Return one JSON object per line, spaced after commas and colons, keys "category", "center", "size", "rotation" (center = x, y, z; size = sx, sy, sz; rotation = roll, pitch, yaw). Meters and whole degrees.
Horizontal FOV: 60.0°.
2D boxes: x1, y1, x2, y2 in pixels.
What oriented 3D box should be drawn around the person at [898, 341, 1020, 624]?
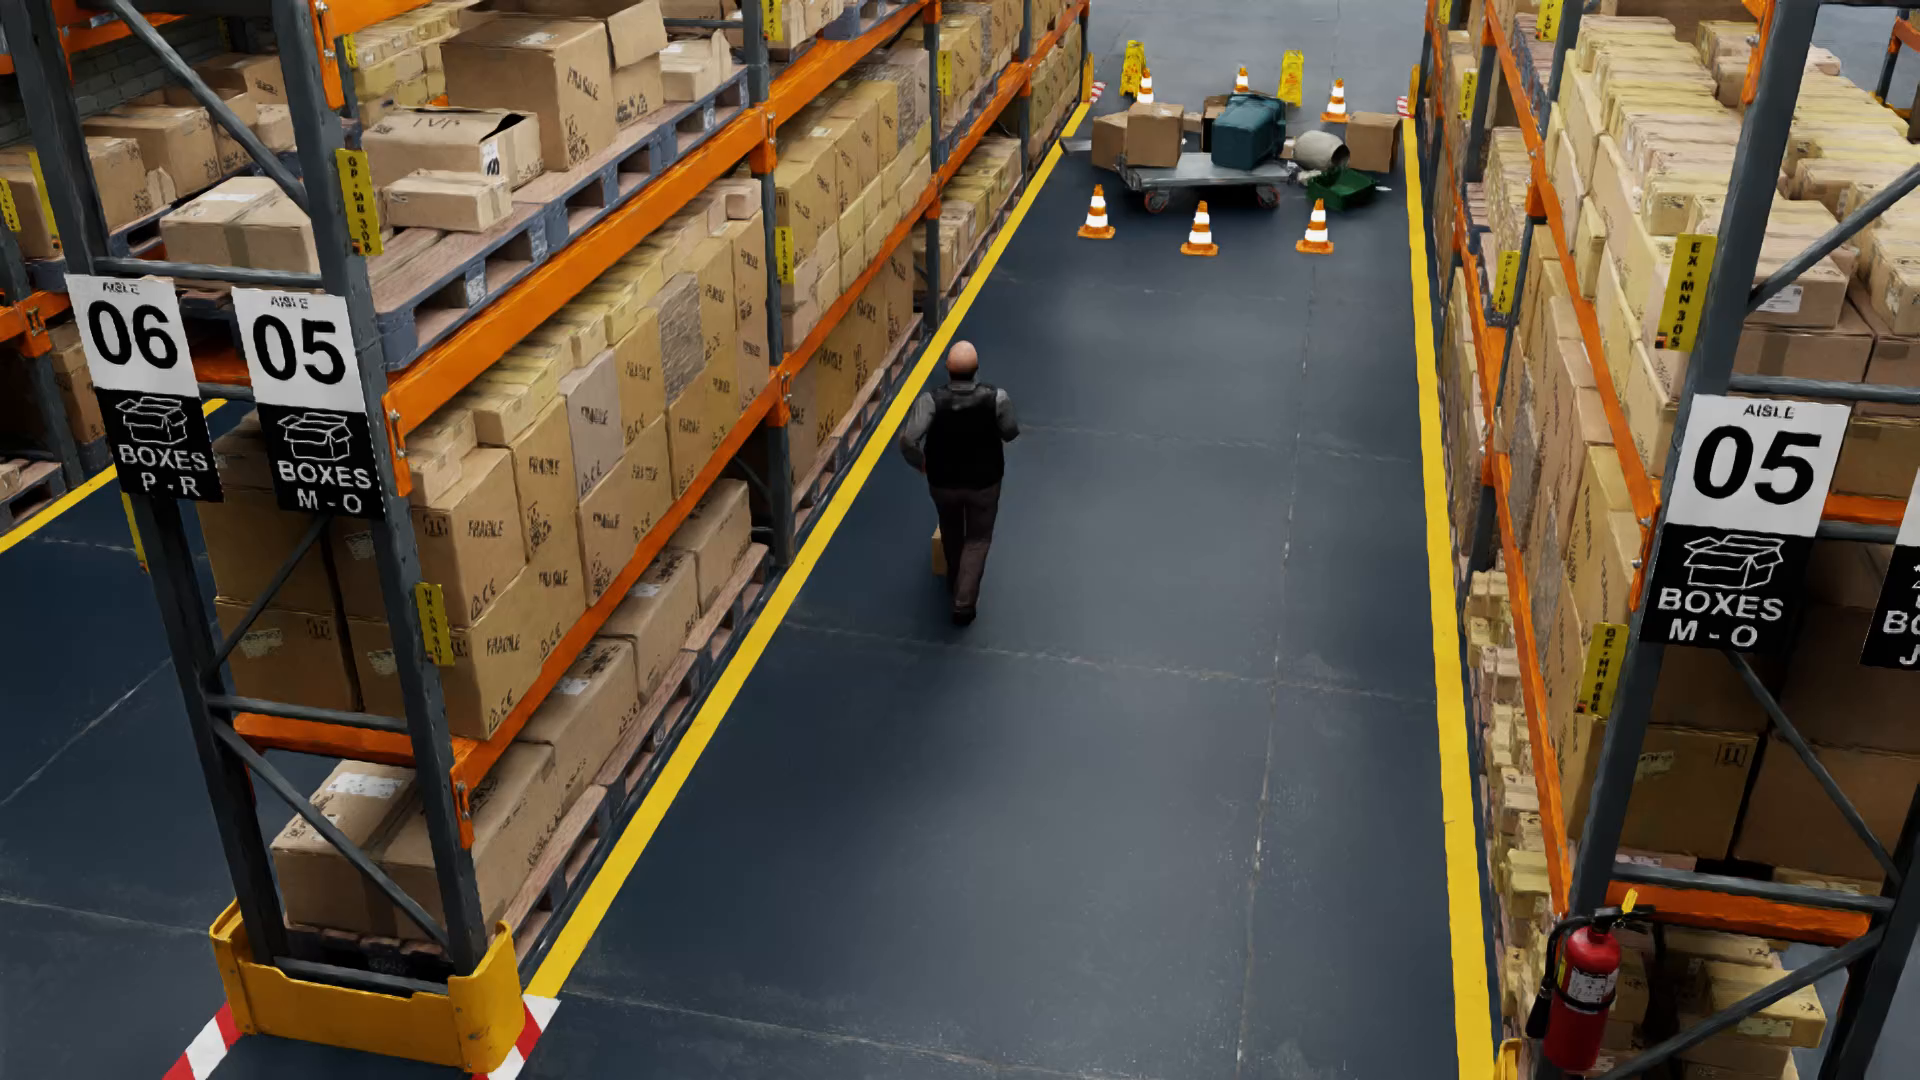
{"category": "person", "center": [0.034, -0.386, 9.367], "size": [0.618, 1.702, 0.843], "rotation": [5, 29, 8]}
